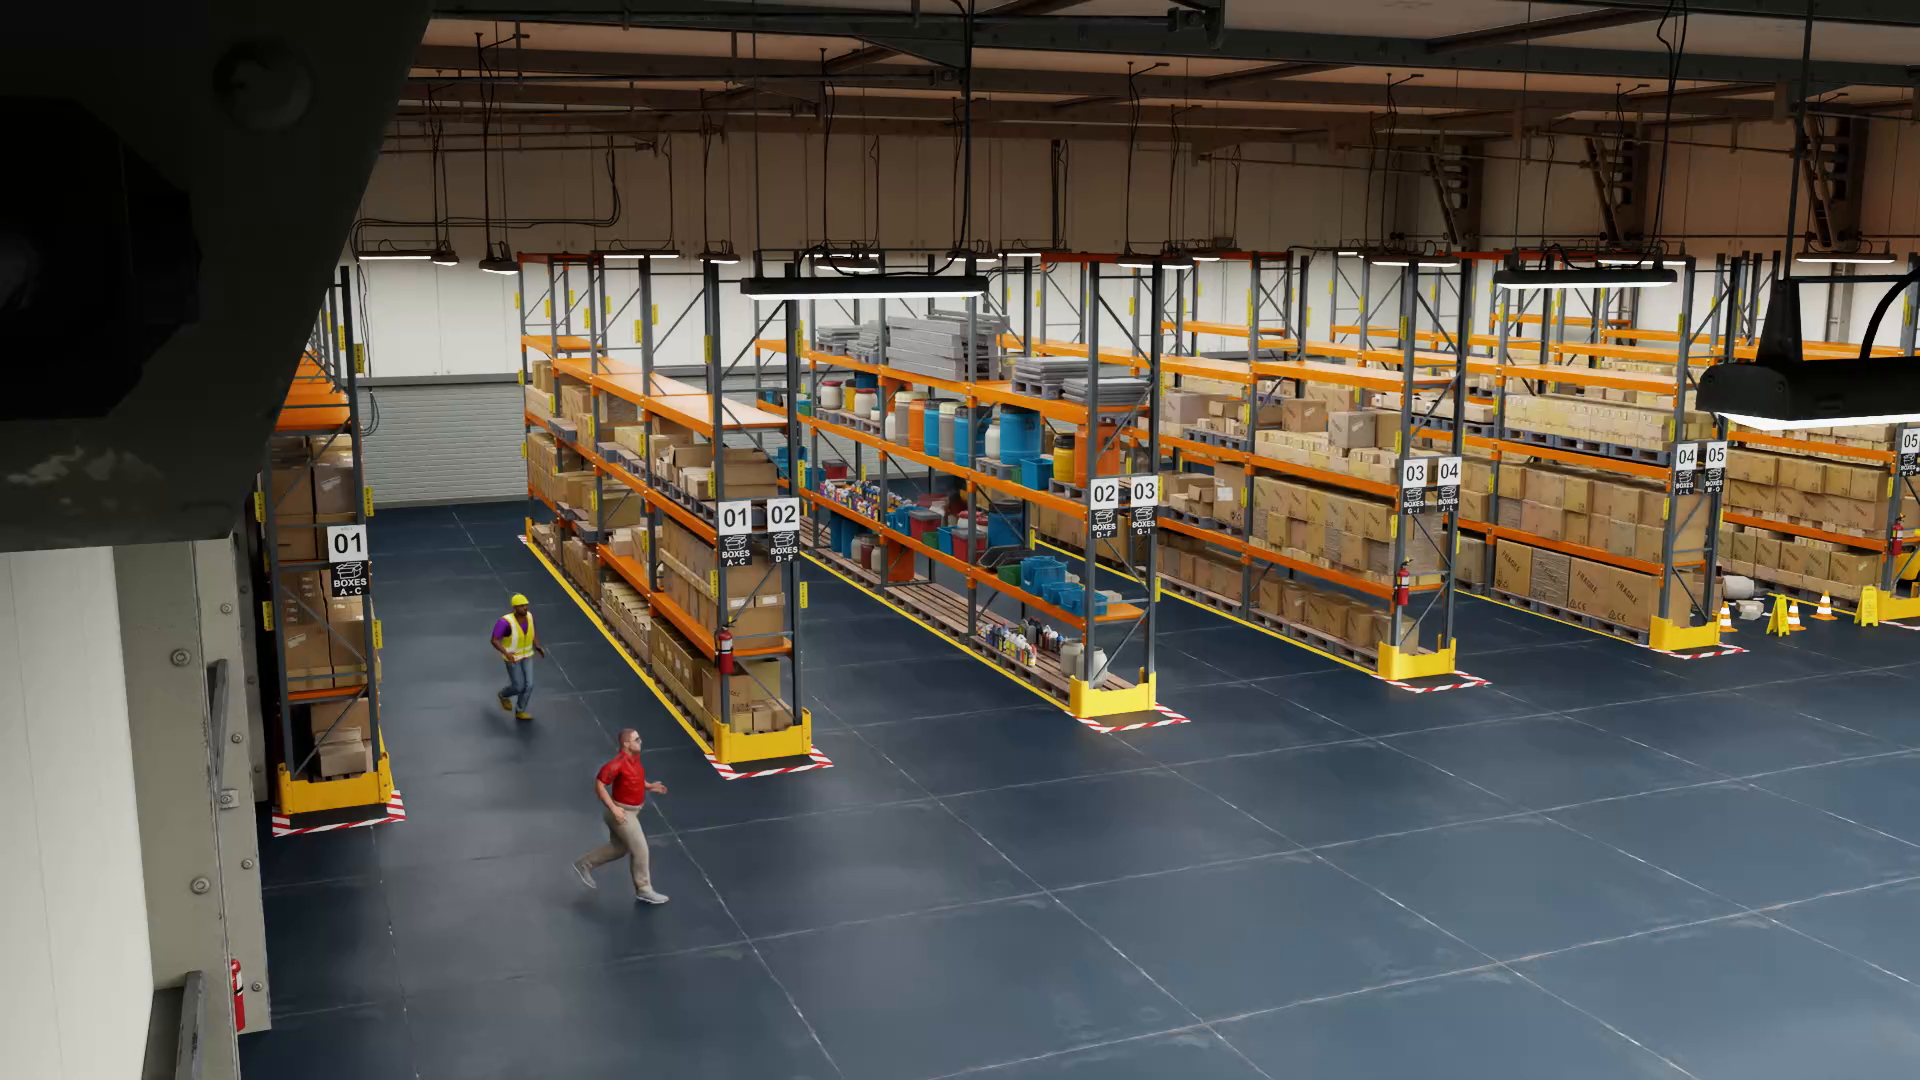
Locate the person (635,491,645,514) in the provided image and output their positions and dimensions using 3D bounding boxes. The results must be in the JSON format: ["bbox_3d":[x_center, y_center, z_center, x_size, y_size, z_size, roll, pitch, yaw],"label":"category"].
[{"bbox_3d":[-6.727,-0.877,35.175,0.530,1.722,0.839,-8,13,-38],"label":"person"}]

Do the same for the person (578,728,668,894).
[{"bbox_3d":[-3.253,2.587,15.918,0.864,1.624,0.636,0,10,0],"label":"person"}]

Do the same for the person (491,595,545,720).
[{"bbox_3d":[-5.889,1.532,21.994,0.647,1.698,0.701,10,14,42],"label":"person"}]
